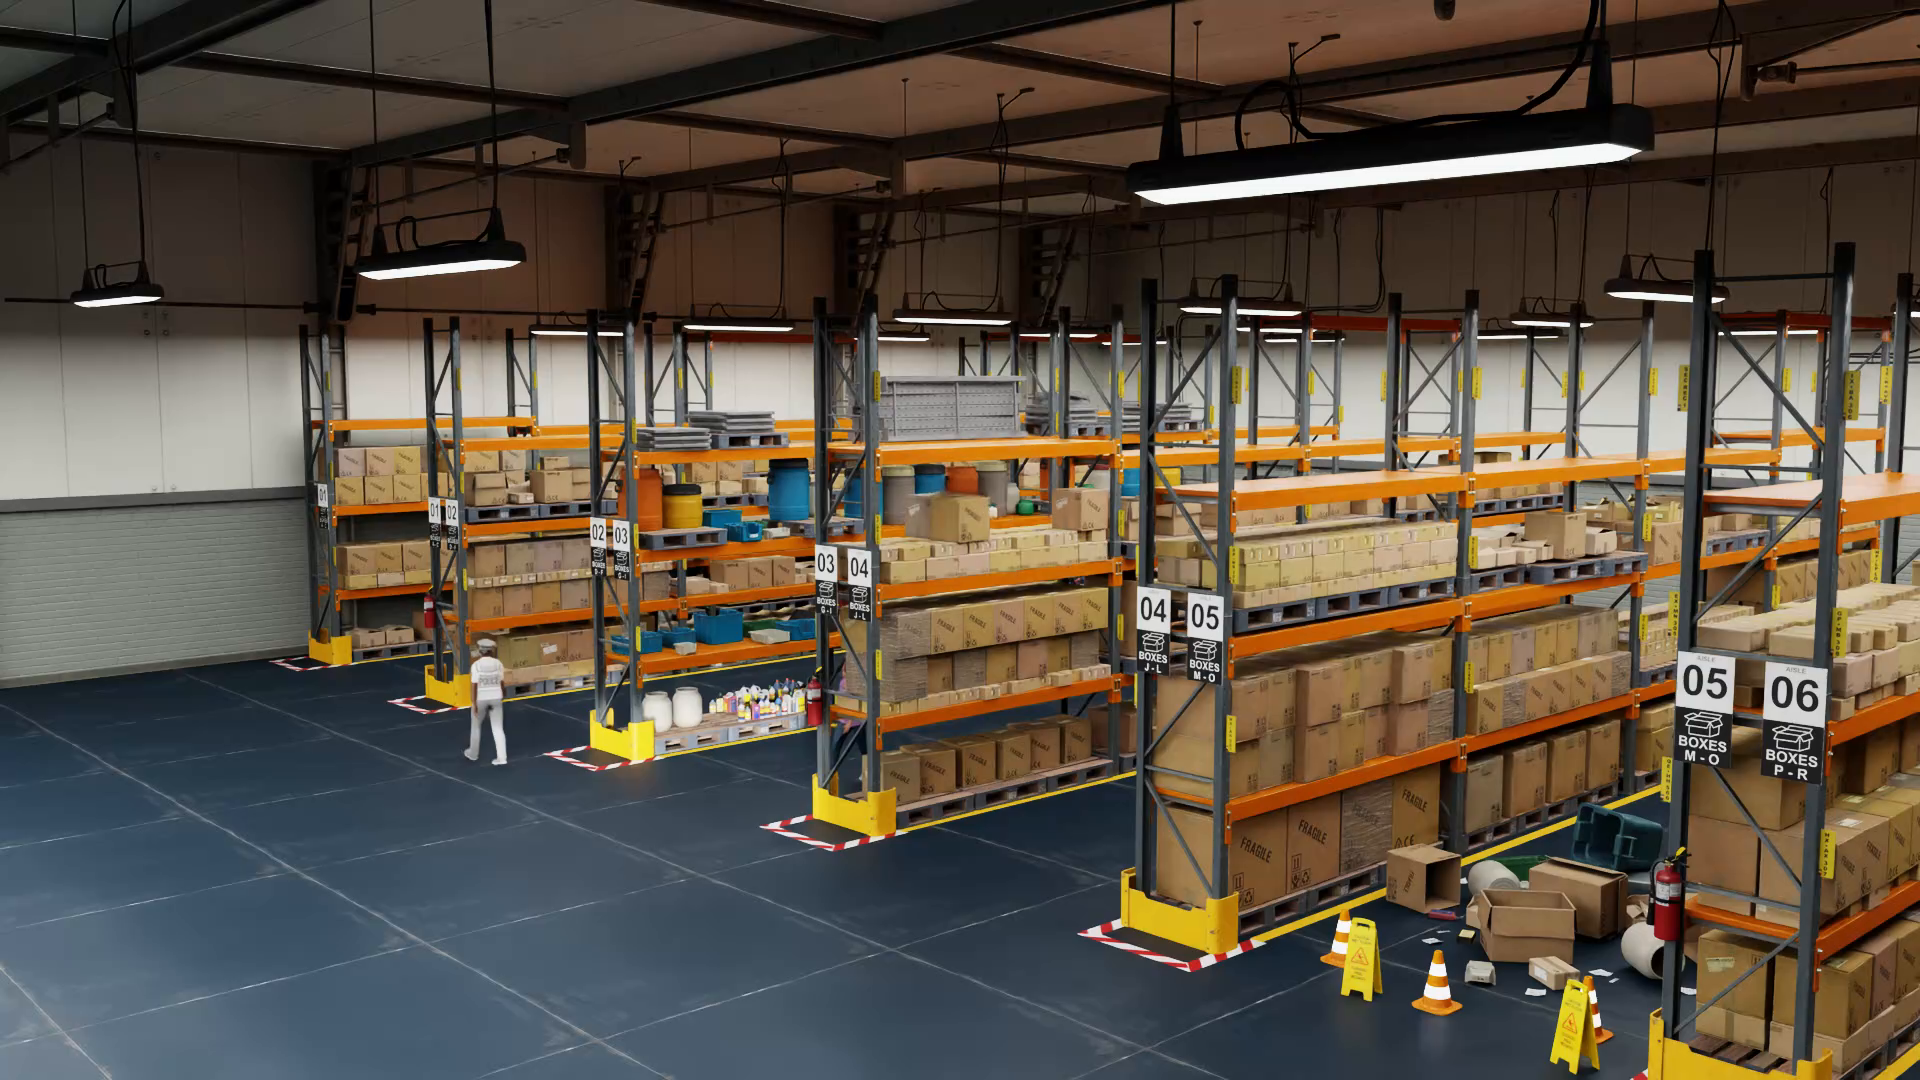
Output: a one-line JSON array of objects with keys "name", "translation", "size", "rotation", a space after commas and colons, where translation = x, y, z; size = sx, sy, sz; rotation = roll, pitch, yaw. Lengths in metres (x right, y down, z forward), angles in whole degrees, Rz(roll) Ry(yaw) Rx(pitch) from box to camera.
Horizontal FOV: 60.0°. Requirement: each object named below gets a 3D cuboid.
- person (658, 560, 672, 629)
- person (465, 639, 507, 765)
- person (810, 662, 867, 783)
[{"name": "person", "translation": [-5.550, 1.177, 30.773], "size": [0.530, 1.783, 0.600], "rotation": [-2, 6, -22]}, {"name": "person", "translation": [-6.262, 2.131, 21.998], "size": [0.478, 1.628, 0.840], "rotation": [-3, 7, -27]}, {"name": "person", "translation": [-1.417, 2.286, 20.749], "size": [0.438, 1.535, 0.944], "rotation": [4, 7, 38]}]
